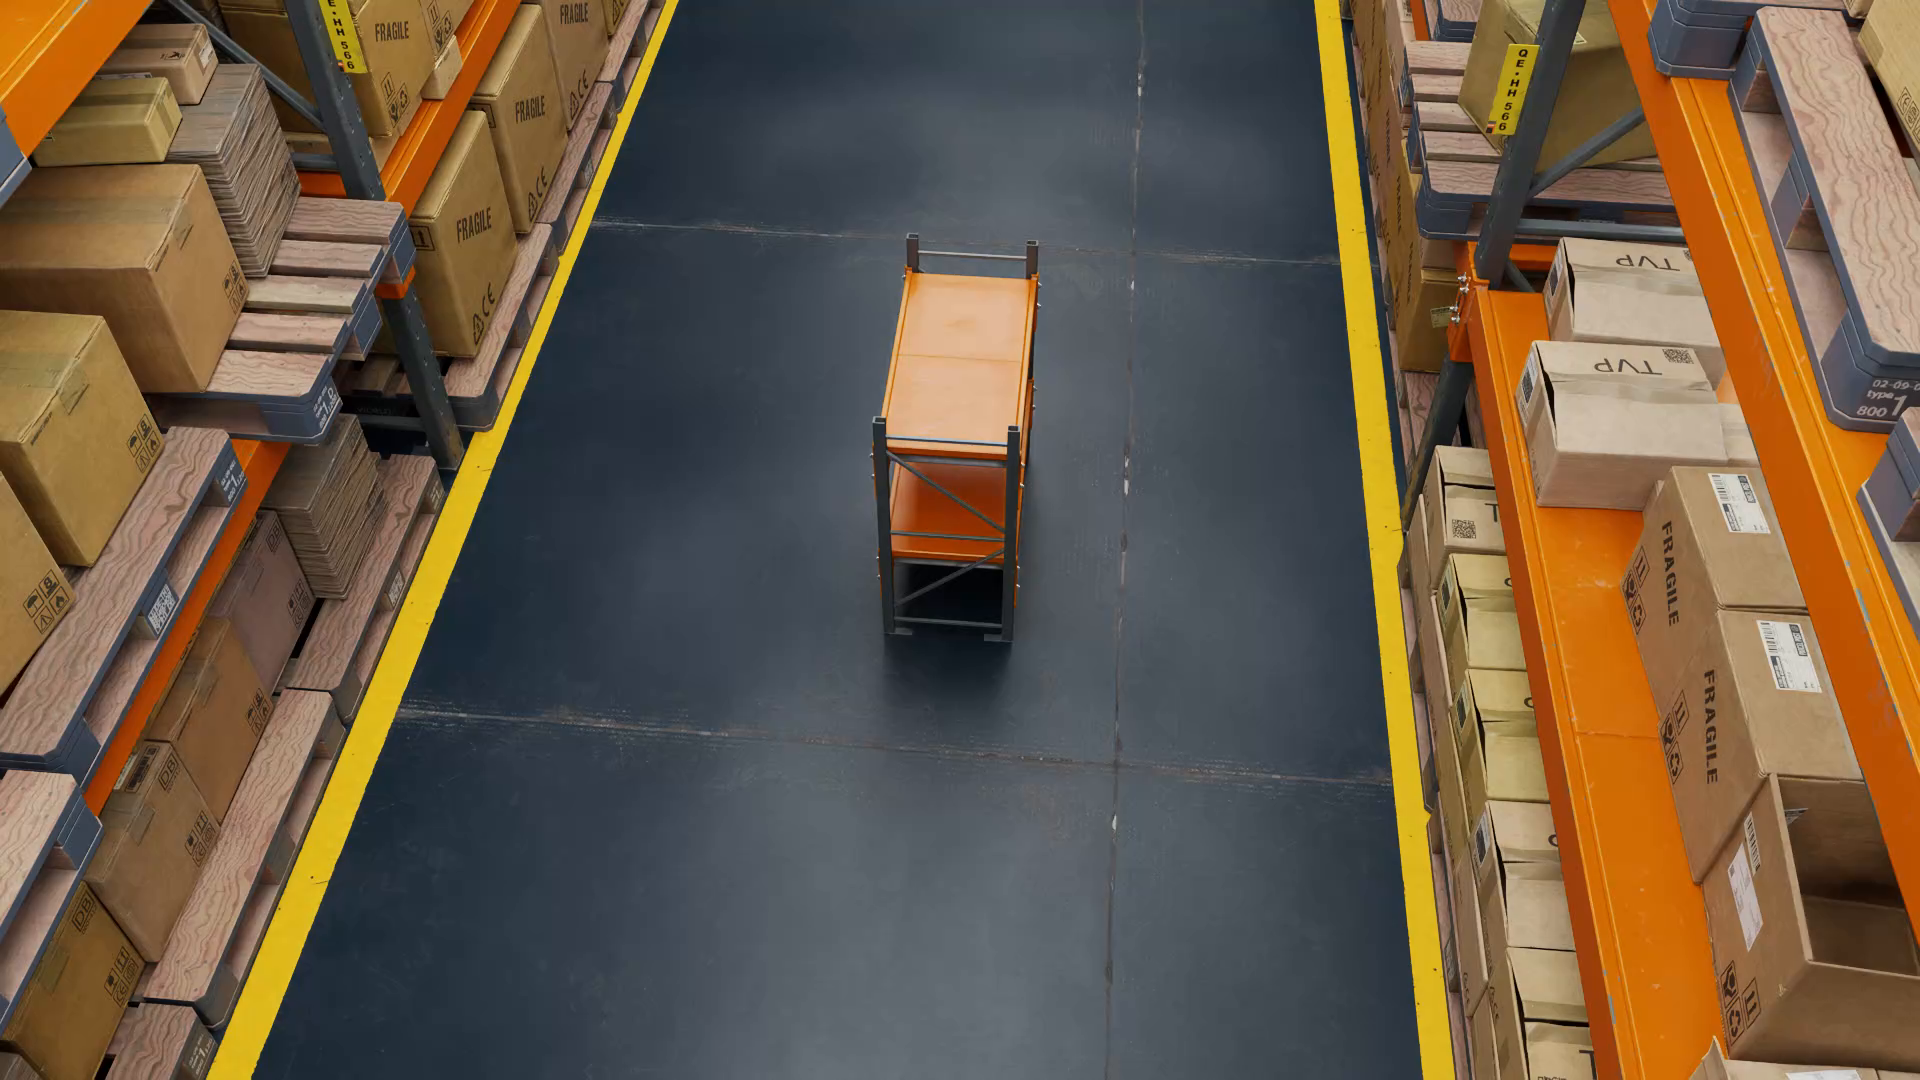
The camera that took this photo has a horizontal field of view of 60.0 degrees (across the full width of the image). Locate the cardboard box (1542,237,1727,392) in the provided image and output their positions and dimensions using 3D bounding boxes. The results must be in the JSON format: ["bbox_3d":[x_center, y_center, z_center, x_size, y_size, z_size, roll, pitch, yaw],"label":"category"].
[{"bbox_3d":[2.236,-0.753,5.492,0.500,0.311,0.500,7,48,6],"label":"cardboard box"}]

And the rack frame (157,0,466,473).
[{"bbox_3d":[-2.620,-1.377,6.003,1.000,3.000,0.127,4,48,4],"label":"rack frame"}]

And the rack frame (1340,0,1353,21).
[{"bbox_3d":[2.678,-3.986,8.389,1.000,3.000,0.127,4,48,4],"label":"rack frame"}]

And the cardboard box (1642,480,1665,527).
[{"bbox_3d":[2.253,-0.021,4.933,0.380,0.149,0.250,7,48,6],"label":"cardboard box"}]

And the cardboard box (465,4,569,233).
[{"bbox_3d":[-2.337,-1.969,7.716,0.750,0.750,0.750,4,48,3],"label":"cardboard box"}]

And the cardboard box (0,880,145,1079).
[{"bbox_3d":[-2.937,1.332,4.921,0.700,0.500,0.500,3,48,3],"label":"cardboard box"}]

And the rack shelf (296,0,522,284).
[{"bbox_3d":[-2.438,-2.604,7.613,1.077,0.370,4.000,4,48,4],"label":"rack shelf"}]

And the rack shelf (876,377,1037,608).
[{"bbox_3d":[0.001,-0.220,6.546,0.538,0.278,1.000,4,48,4],"label":"rack shelf"}]

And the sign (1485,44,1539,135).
[{"bbox_3d":[1.772,-1.441,5.330,0.100,0.325,0.005,4,48,4],"label":"sign"}]

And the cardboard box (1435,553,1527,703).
[{"bbox_3d":[1.933,0.302,5.666,0.500,0.311,0.500,3,48,3],"label":"cardboard box"}]

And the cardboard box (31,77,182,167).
[{"bbox_3d":[-2.637,-1.286,5.114,0.380,0.149,0.250,-3,48,-3],"label":"cardboard box"}]

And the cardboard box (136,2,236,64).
[{"bbox_3d":[-2.840,-1.883,6.183,0.500,0.500,0.500,4,48,4],"label":"cardboard box"}]

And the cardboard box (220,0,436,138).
[{"bbox_3d":[-2.321,-1.858,6.160,0.500,0.500,0.500,5,48,5],"label":"cardboard box"}]

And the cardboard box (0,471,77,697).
[{"bbox_3d":[-2.818,0.112,4.275,0.700,0.500,0.500,10,48,9],"label":"cardboard box"}]

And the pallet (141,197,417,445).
[{"bbox_3d":[-2.579,-0.782,5.588,1.213,0.211,1.003,4,48,4],"label":"pallet"}]

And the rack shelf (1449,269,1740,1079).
[{"bbox_3d":[2.131,0.665,4.622,1.077,0.370,4.000,4,48,4],"label":"rack shelf"}]

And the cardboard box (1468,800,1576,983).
[{"bbox_3d":[1.838,1.054,4.978,0.500,0.311,0.500,3,48,3],"label":"cardboard box"}]

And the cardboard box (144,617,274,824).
[{"bbox_3d":[-2.814,0.588,5.601,0.700,0.500,0.500,4,48,3],"label":"cardboard box"}]

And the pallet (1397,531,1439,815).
[{"bbox_3d":[2.199,0.496,6.179,1.003,0.211,1.213,4,48,4],"label":"pallet"}]

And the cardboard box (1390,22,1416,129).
[{"bbox_3d":[2.254,-2.102,7.553,0.500,0.250,0.500,3,48,3],"label":"cardboard box"}]

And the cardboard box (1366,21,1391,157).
[{"bbox_3d":[2.300,-2.193,8.145,0.500,0.500,0.500,4,48,4],"label":"cardboard box"}]

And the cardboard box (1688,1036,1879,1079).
[{"bbox_3d":[1.846,1.279,3.664,0.396,0.266,0.258,3,48,3],"label":"cardboard box"}]

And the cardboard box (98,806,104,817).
[{"bbox_3d":[-2.854,0.756,4.940,0.500,0.250,0.500,3,48,2],"label":"cardboard box"}]

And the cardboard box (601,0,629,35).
[{"bbox_3d":[-2.186,-3.247,8.885,0.750,0.750,0.750,4,48,4],"label":"cardboard box"}]

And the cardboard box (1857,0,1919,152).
[{"bbox_3d":[2.234,-1.007,3.449,0.500,0.250,0.500,3,48,3],"label":"cardboard box"}]

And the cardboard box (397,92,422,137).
[{"bbox_3d":[-2.328,-1.710,6.464,0.380,0.149,0.250,4,48,4],"label":"cardboard box"}]

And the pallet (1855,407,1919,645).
[{"bbox_3d":[2.016,0.295,2.570,0.805,0.209,1.217,2,48,2],"label":"pallet"}]

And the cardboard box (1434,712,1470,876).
[{"bbox_3d":[1.886,0.856,5.539,0.500,0.250,0.500,3,48,2],"label":"cardboard box"}]

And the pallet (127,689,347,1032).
[{"bbox_3d":[-2.807,1.032,5.689,1.003,0.211,1.213,4,48,4],"label":"pallet"}]

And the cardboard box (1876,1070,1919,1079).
[{"bbox_3d":[2.233,1.340,3.688,0.380,0.149,0.250,4,48,4],"label":"cardboard box"}]

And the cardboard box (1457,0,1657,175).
[{"bbox_3d":[2.258,-1.693,5.939,0.700,0.500,0.500,-11,48,-10],"label":"cardboard box"}]

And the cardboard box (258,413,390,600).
[{"bbox_3d":[-2.634,-0.150,6.276,0.700,0.500,0.500,4,48,4],"label":"cardboard box"}]

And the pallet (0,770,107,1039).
[{"bbox_3d":[-2.770,1.075,3.890,1.003,0.211,1.213,4,48,4],"label":"pallet"}]

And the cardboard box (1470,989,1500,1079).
[{"bbox_3d":[1.792,1.607,4.852,0.500,0.250,0.500,5,48,4],"label":"cardboard box"}]

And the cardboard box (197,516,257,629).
[{"bbox_3d":[-2.748,0.012,5.620,0.500,0.250,0.500,5,48,4],"label":"cardboard box"}]

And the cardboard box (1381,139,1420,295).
[{"bbox_3d":[2.212,-1.435,7.452,0.500,0.500,0.500,2,48,2],"label":"cardboard box"}]

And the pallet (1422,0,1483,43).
[{"bbox_3d":[2.486,-2.412,7.079,1.003,0.211,1.213,4,48,4],"label":"pallet"}]

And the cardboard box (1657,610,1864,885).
[{"bbox_3d":[2.128,0.540,4.181,0.500,0.500,0.500,4,48,4],"label":"cardboard box"}]

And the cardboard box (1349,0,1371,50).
[{"bbox_3d":[2.391,-2.952,8.839,0.500,0.500,0.500,2,48,2],"label":"cardboard box"}]

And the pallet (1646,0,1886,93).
[{"bbox_3d":[2.340,-1.491,4.202,1.213,0.211,1.003,6,48,5],"label":"pallet"}]

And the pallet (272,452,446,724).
[{"bbox_3d":[-2.693,0.138,6.507,1.003,0.211,1.213,4,48,4],"label":"pallet"}]

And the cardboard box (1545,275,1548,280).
[{"bbox_3d":[2.681,-1.052,7.101,0.500,0.500,0.500,2,48,2],"label":"cardboard box"}]

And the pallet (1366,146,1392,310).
[{"bbox_3d":[2.532,-1.546,8.047,1.003,0.211,1.213,4,48,4],"label":"pallet"}]

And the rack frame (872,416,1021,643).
[{"bbox_3d":[-0.046,-0.011,6.024,0.500,1.125,0.032,4,48,4],"label":"rack frame"}]

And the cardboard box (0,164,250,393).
[{"bbox_3d":[-2.677,-0.801,5.110,0.700,0.500,0.500,0,48,0],"label":"cardboard box"}]

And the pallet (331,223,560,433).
[{"bbox_3d":[-2.474,-1.011,7.557,1.003,0.211,1.213,4,48,4],"label":"pallet"}]

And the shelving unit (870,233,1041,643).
[{"bbox_3d":[0.001,-0.385,6.365,0.538,1.125,1.048,4,48,4],"label":"shelving unit"}]

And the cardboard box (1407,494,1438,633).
[{"bbox_3d":[1.973,0.104,6.227,0.500,0.250,0.500,4,48,3],"label":"cardboard box"}]
